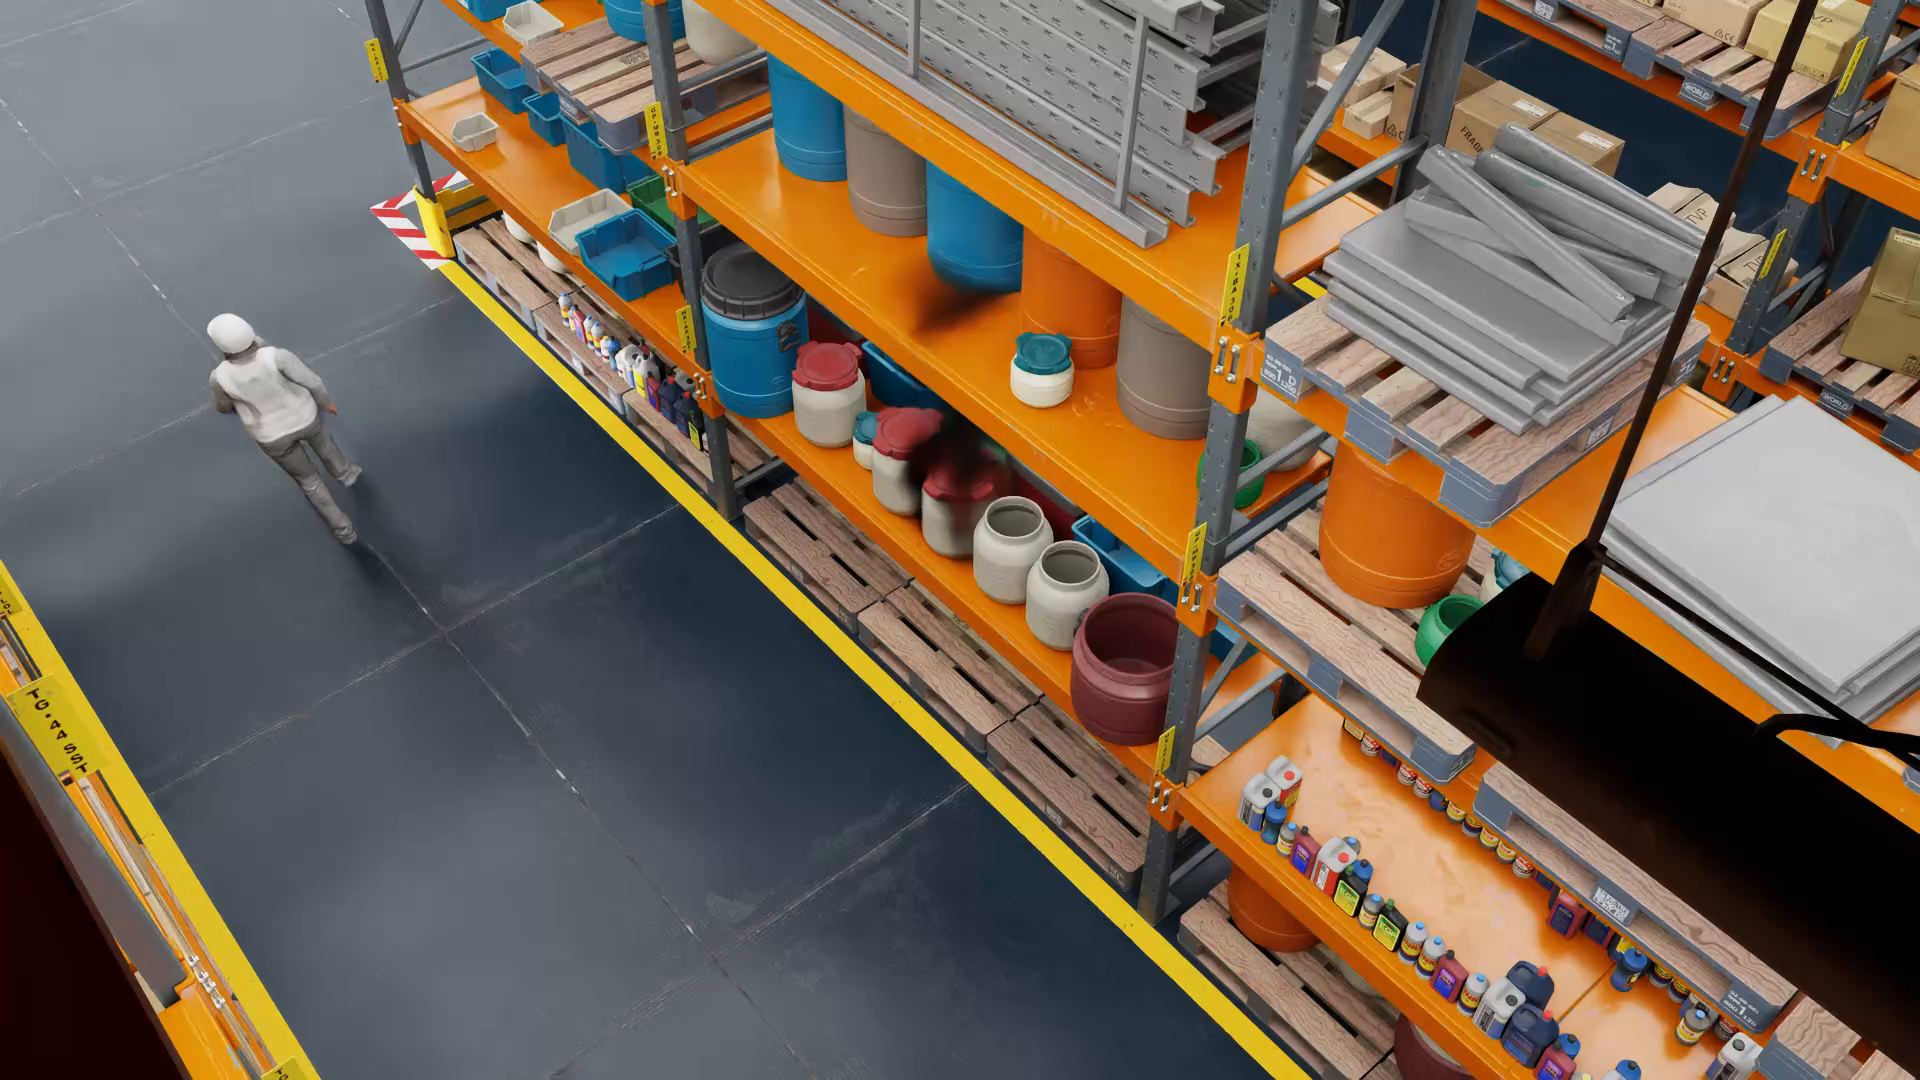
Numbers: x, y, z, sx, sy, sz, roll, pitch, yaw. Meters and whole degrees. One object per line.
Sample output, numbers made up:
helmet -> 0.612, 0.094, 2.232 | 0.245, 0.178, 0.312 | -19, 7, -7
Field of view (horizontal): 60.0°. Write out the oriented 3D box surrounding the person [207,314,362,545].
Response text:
person -> -4.225, -0.740, 10.458 | 0.716, 1.744, 0.835 | -26, 52, -23
